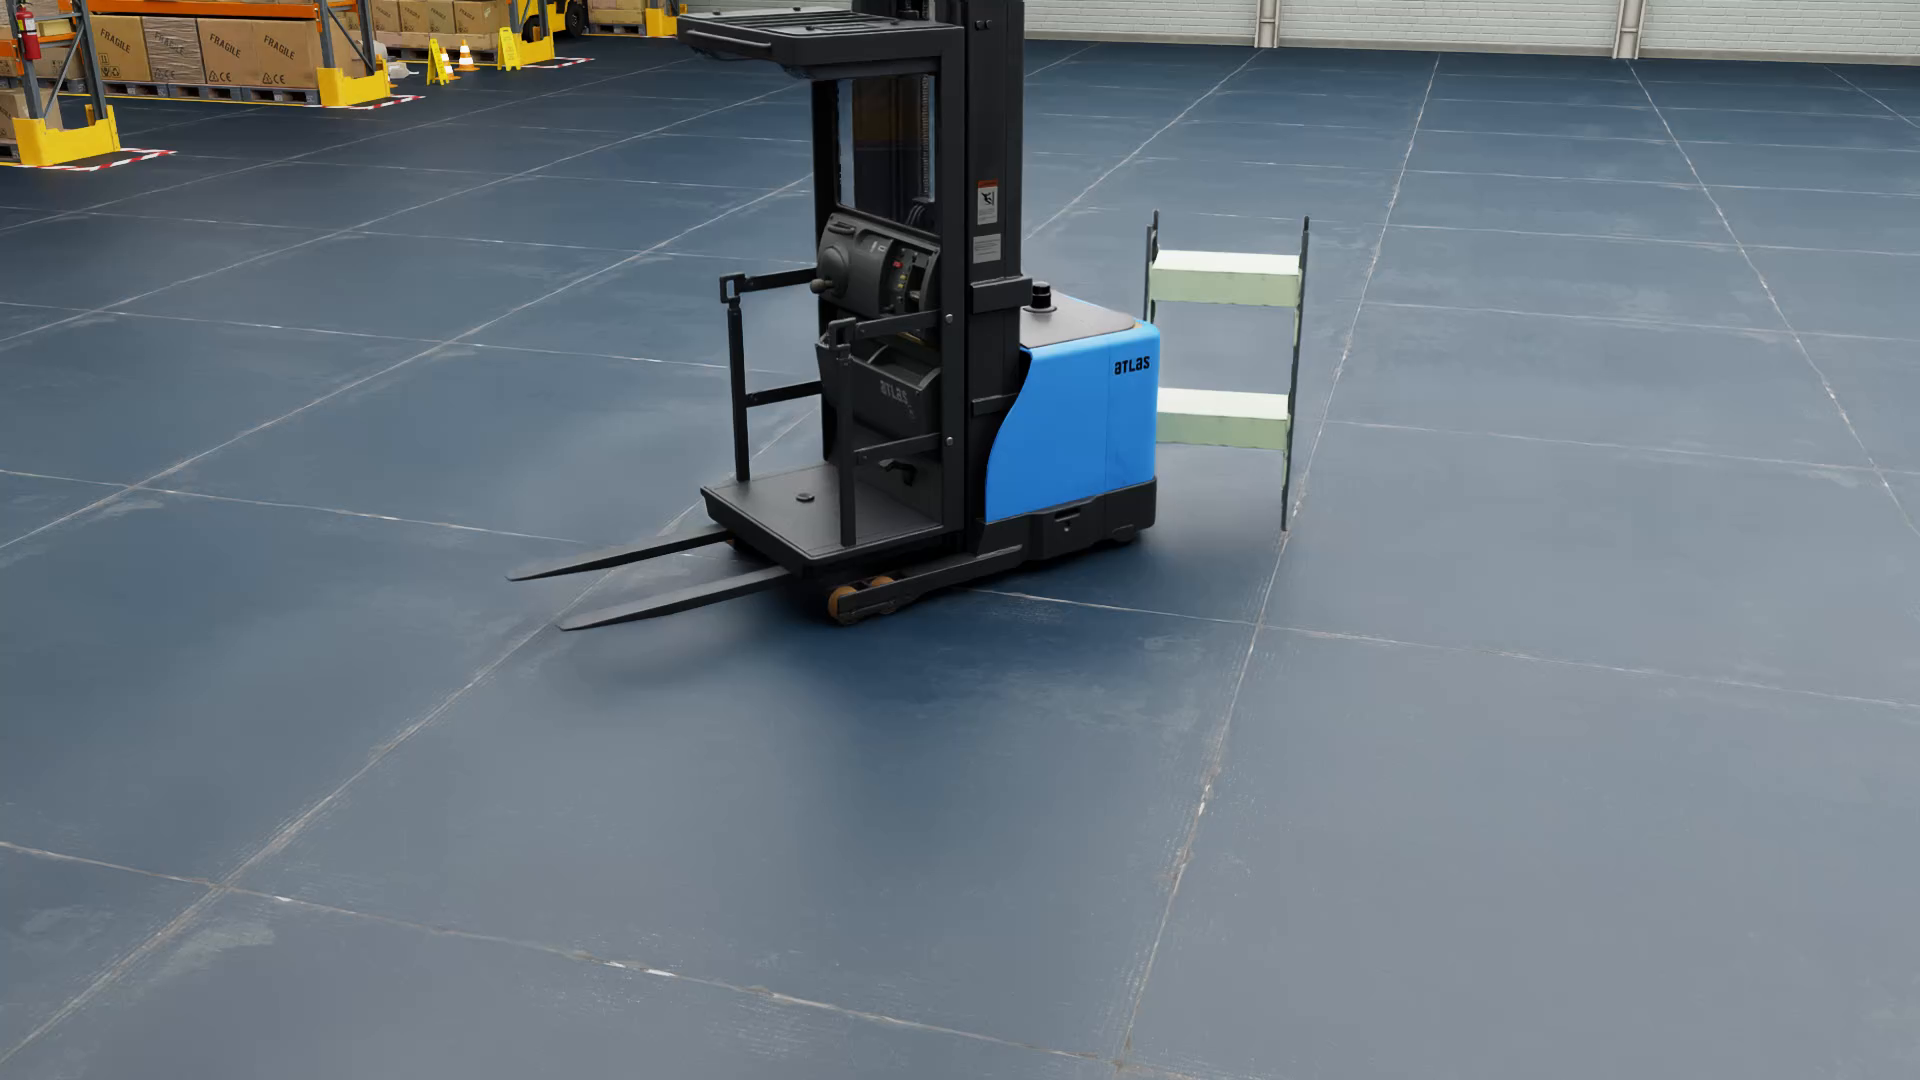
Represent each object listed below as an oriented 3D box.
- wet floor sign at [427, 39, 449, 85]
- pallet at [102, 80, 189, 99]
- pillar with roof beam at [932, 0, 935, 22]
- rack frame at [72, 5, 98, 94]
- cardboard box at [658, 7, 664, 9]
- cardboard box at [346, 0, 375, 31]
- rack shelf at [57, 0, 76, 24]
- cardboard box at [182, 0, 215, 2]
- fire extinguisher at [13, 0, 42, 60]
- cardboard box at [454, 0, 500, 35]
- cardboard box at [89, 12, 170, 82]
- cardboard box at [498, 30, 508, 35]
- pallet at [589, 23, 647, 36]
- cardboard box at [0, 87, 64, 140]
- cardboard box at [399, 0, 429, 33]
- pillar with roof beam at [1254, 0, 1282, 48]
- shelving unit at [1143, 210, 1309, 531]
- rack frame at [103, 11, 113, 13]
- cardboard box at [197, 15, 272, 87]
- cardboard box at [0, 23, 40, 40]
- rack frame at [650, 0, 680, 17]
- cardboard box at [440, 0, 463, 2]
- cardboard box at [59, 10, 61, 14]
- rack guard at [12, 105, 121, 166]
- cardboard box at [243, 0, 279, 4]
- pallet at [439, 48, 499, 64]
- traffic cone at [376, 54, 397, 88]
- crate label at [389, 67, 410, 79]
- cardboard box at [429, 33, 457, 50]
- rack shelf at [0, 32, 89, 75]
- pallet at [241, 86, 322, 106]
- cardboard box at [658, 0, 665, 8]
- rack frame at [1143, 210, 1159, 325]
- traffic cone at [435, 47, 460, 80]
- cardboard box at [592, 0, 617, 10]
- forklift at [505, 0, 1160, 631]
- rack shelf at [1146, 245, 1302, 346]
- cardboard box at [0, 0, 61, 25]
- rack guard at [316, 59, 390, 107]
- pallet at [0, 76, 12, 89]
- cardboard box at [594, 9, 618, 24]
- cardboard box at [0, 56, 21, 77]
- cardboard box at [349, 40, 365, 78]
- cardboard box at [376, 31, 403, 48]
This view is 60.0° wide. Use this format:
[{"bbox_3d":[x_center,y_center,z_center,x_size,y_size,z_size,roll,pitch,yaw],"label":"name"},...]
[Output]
[{"bbox_3d":[-7.783,-7.104,24.677,0.232,0.644,0.267,3,22,6],"label":"wet floor sign"},{"bbox_3d":[-11.507,-6.513,23.809,1.213,0.211,1.003,7,23,15],"label":"pallet"},{"bbox_3d":[-1.525,-12.048,25.722,0.400,9.000,9.100,7,23,16],"label":"pillar with roof beam"},{"bbox_3d":[-12.213,-7.915,23.553,0.127,3.000,1.000,7,23,16],"label":"rack frame"},{"bbox_3d":[-6.033,-10.137,32.039,0.500,0.250,0.500,7,23,16],"label":"cardboard box"},{"bbox_3d":[-9.877,-8.777,27.735,0.500,0.500,0.500,8,23,18],"label":"cardboard box"},{"bbox_3d":[-14.127,-7.802,24.224,4.000,0.370,1.077,7,23,16],"label":"rack shelf"},{"bbox_3d":[-10.303,-7.773,23.008,0.500,0.550,0.875,7,23,16],"label":"cardboard box"},{"bbox_3d":[-9.936,-5.470,17.693,0.183,0.674,0.296,7,23,16],"label":"fire extinguisher"},{"bbox_3d":[-7.892,-8.548,27.178,0.500,0.500,0.500,7,23,16],"label":"cardboard box"},{"bbox_3d":[-11.631,-7.032,23.646,0.875,0.875,0.875,7,23,16],"label":"cardboard box"},{"bbox_3d":[-7.742,-8.397,27.798,0.500,0.250,0.500,6,23,15],"label":"cardboard box"},{"bbox_3d":[-6.364,-9.869,31.989,1.213,0.211,1.003,7,23,16],"label":"pallet"},{"bbox_3d":[-10.505,-4.798,18.694,0.500,0.500,0.500,11,25,25],"label":"cardboard box"},{"bbox_3d":[-8.874,-8.662,27.456,0.500,0.500,0.500,6,23,14],"label":"cardboard box"},{"bbox_3d":[4.219,-11.390,24.119,0.400,9.000,9.100,7,23,16],"label":"pillar with roof beam"},{"bbox_3d":[1.297,-0.843,8.289,0.755,1.500,0.431,4,23,10],"label":"shelving unit"},{"bbox_3d":[-14.709,-10.163,29.033,0.127,3.000,1.000,7,23,16],"label":"rack frame"},{"bbox_3d":[-9.894,-6.834,23.163,0.875,0.875,0.875,6,23,15],"label":"cardboard box"},{"bbox_3d":[-10.245,-5.526,18.058,0.250,0.149,0.380,7,23,16],"label":"cardboard box"},{"bbox_3d":[-5.620,-11.090,31.293,0.127,3.000,1.000,7,23,16],"label":"rack frame"},{"bbox_3d":[-8.263,-8.864,27.094,0.250,0.149,0.380,7,23,17],"label":"cardboard box"},{"bbox_3d":[-16.199,-9.580,29.857,0.875,0.875,0.875,7,23,16],"label":"cardboard box"},{"bbox_3d":[-9.985,-4.537,18.612,0.348,0.500,1.175,7,23,16],"label":"rack guard"},{"bbox_3d":[-9.284,-7.623,22.642,0.550,0.550,0.875,7,23,16],"label":"cardboard box"},{"bbox_3d":[-7.890,-8.106,27.693,1.213,0.211,1.003,7,23,16],"label":"pallet"},{"bbox_3d":[-8.481,-6.877,24.365,0.334,0.463,0.336,7,23,16],"label":"traffic cone"},{"bbox_3d":[-8.600,-7.163,25.492,0.298,0.136,0.250,-5,23,-12],"label":"crate label"},{"bbox_3d":[-8.395,-8.259,27.461,0.500,0.250,0.500,7,23,16],"label":"cardboard box"},{"bbox_3d":[-11.827,-5.572,18.788,4.000,0.370,1.077,7,23,16],"label":"rack shelf"},{"bbox_3d":[-9.171,-6.246,23.157,1.213,0.211,1.003,7,23,15],"label":"pallet"},{"bbox_3d":[-6.010,-10.370,31.950,0.500,0.250,0.500,7,23,16],"label":"cardboard box"},{"bbox_3d":[0.938,-0.870,8.355,0.023,1.500,0.400,4,23,10],"label":"rack frame"},{"bbox_3d":[-7.829,-7.250,25.275,0.334,0.463,0.336,7,23,16],"label":"traffic cone"},{"bbox_3d":[-6.653,-10.242,31.637,0.500,0.250,0.500,6,23,15],"label":"cardboard box"},{"bbox_3d":[-0.542,-1.212,7.301,3.031,2.935,1.130,-14,26,-31],"label":"forklift"},{"bbox_3d":[1.297,-1.204,8.141,0.720,0.370,0.431,4,23,10],"label":"rack shelf"},{"bbox_3d":[-10.431,-5.940,18.213,0.500,0.500,0.875,7,23,16],"label":"cardboard box"},{"bbox_3d":[-8.360,-6.318,22.952,0.348,0.500,1.175,7,23,16],"label":"rack guard"},{"bbox_3d":[-14.145,-6.815,24.546,1.213,0.211,1.003,7,23,16],"label":"pallet"},{"bbox_3d":[-6.634,-10.007,31.722,0.500,0.250,0.500,7,23,15],"label":"cardboard box"},{"bbox_3d":[-13.755,-7.211,24.247,0.750,0.750,1.050,7,23,15],"label":"cardboard box"},{"bbox_3d":[-9.463,-7.404,25.596,0.637,0.503,0.797,-9,24,-21],"label":"cardboard box"},{"bbox_3d":[-9.370,-8.372,27.737,0.500,0.250,0.500,6,23,15],"label":"cardboard box"}]
